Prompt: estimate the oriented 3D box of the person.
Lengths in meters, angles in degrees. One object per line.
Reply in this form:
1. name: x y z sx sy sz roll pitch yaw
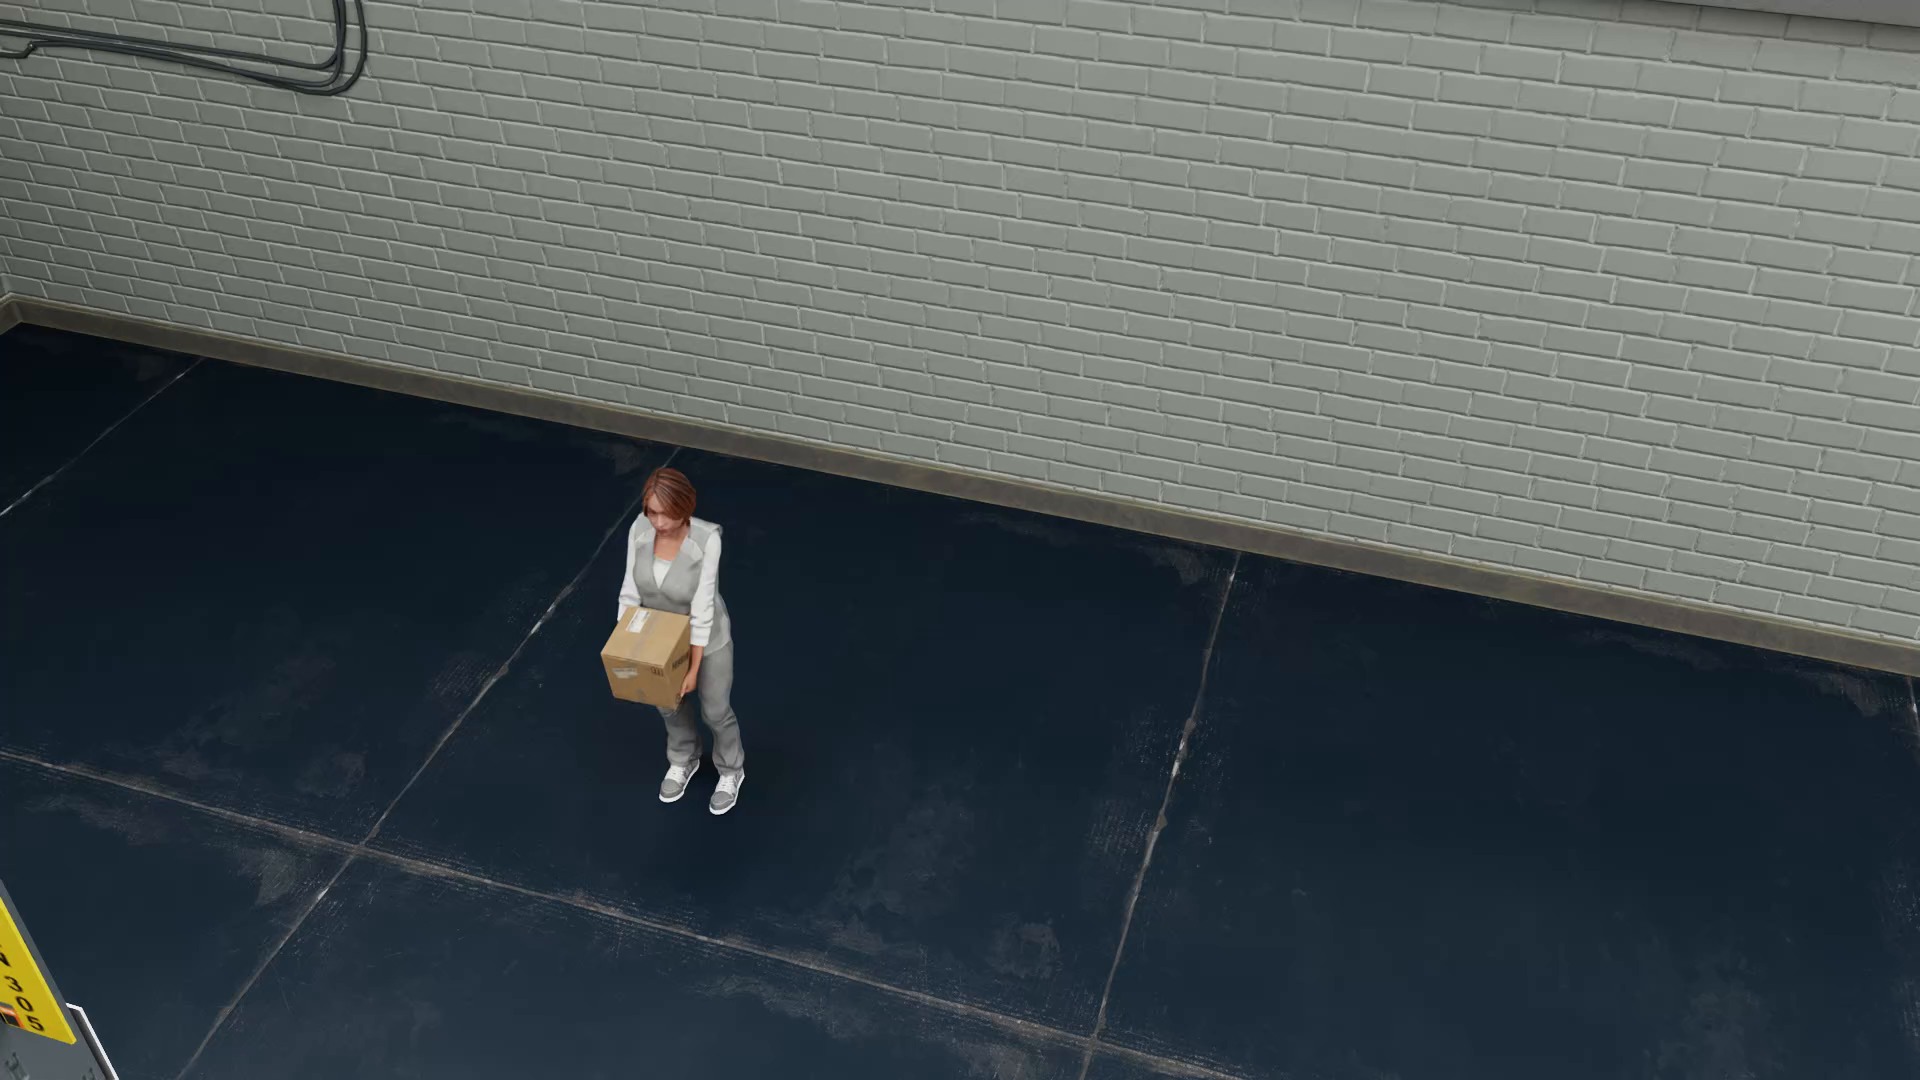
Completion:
1. person: -1.073 0.429 6.343 0.375 1.598 0.503 10 39 13
